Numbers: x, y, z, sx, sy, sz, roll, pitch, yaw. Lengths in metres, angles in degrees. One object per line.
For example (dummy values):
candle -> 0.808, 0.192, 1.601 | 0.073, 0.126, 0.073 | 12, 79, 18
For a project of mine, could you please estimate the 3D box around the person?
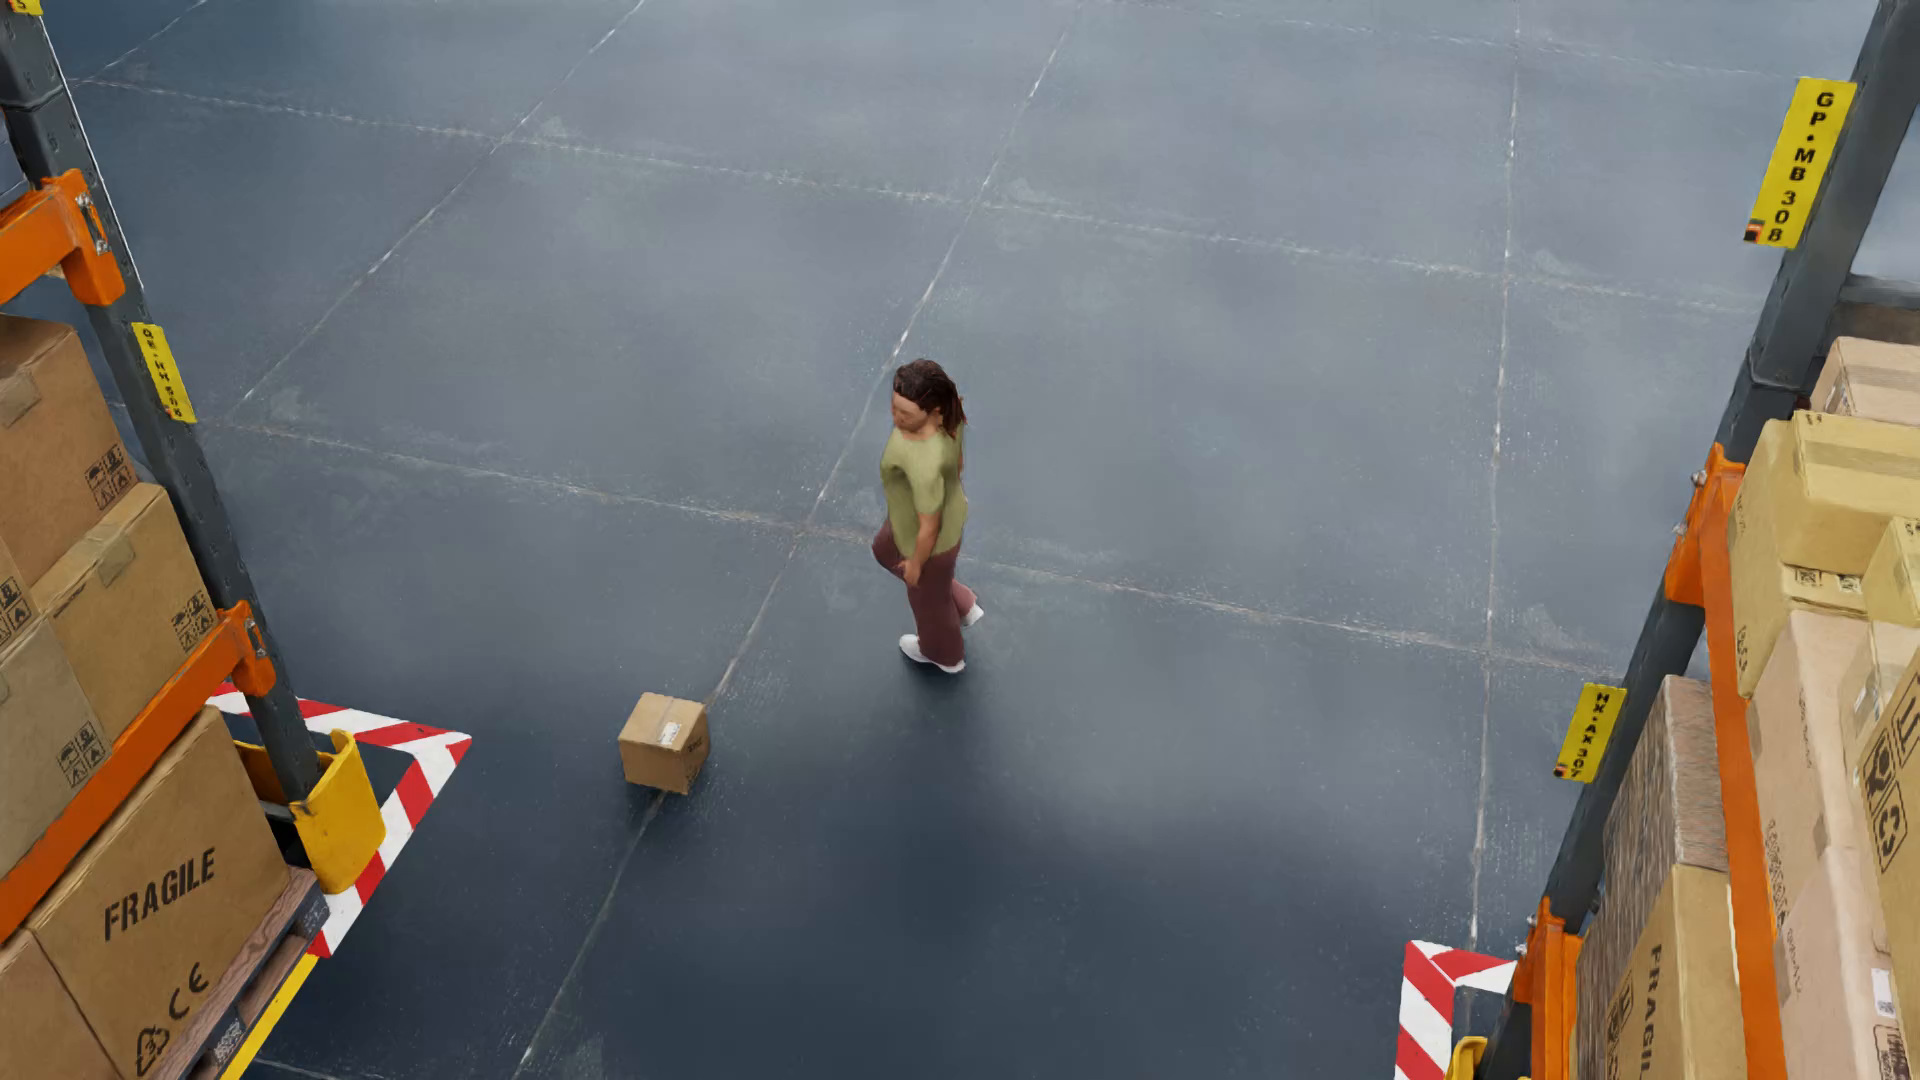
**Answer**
person -> -0.152, -0.075, 6.231 | 0.433, 1.662, 0.654 | 9, 42, 10
